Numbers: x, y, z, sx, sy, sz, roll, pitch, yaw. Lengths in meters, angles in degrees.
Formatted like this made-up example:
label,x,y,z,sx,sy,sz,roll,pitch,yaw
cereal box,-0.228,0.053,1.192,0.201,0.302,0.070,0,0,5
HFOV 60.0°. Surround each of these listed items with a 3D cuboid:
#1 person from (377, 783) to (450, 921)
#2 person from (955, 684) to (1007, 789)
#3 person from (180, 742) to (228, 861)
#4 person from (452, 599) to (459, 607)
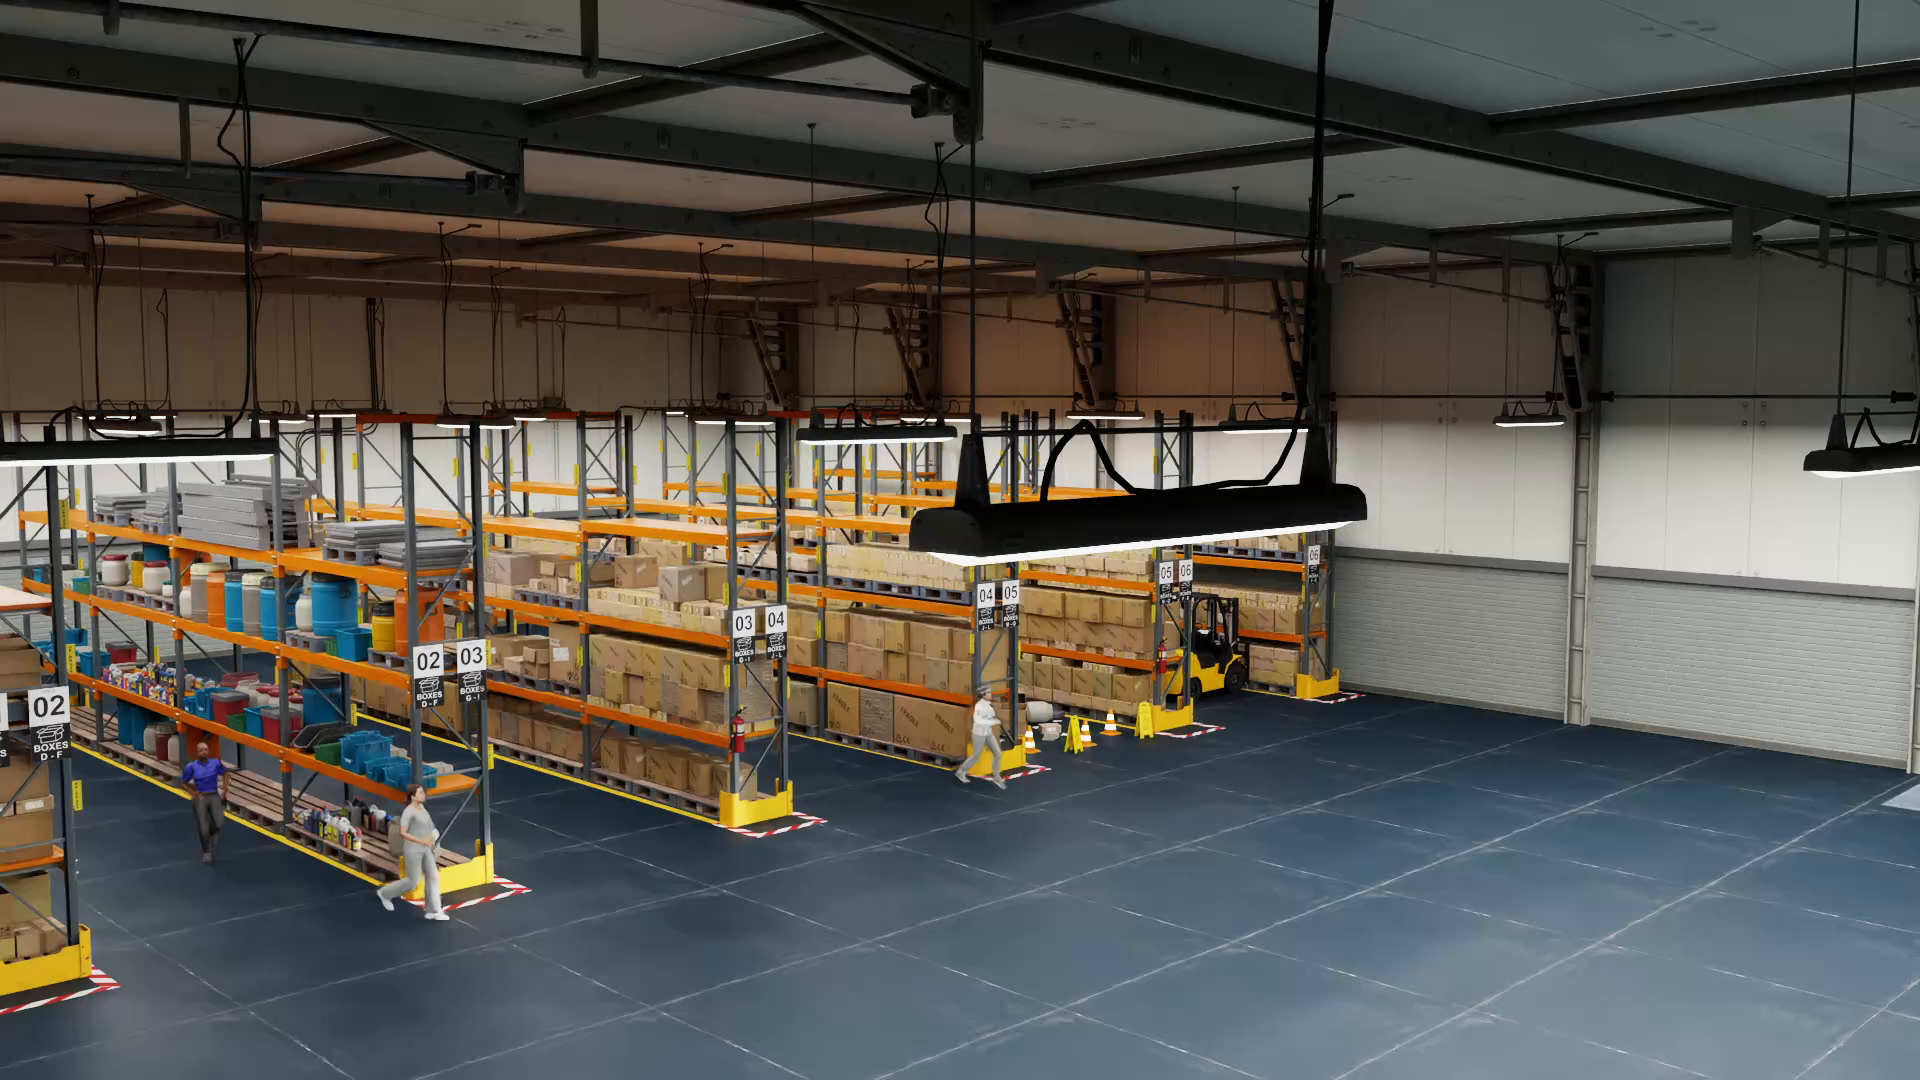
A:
label,x,y,z,sx,sy,sz,roll,pitch,yaw
person,-6.599,3.749,20.120,0.885,1.636,0.593,1,5,9
person,0.333,3.171,26.862,0.862,1.727,0.634,2,5,24
person,-10.283,3.568,22.693,0.629,1.606,0.517,-4,6,-36
person,-11.916,2.123,39.429,0.633,1.646,0.839,3,6,29
